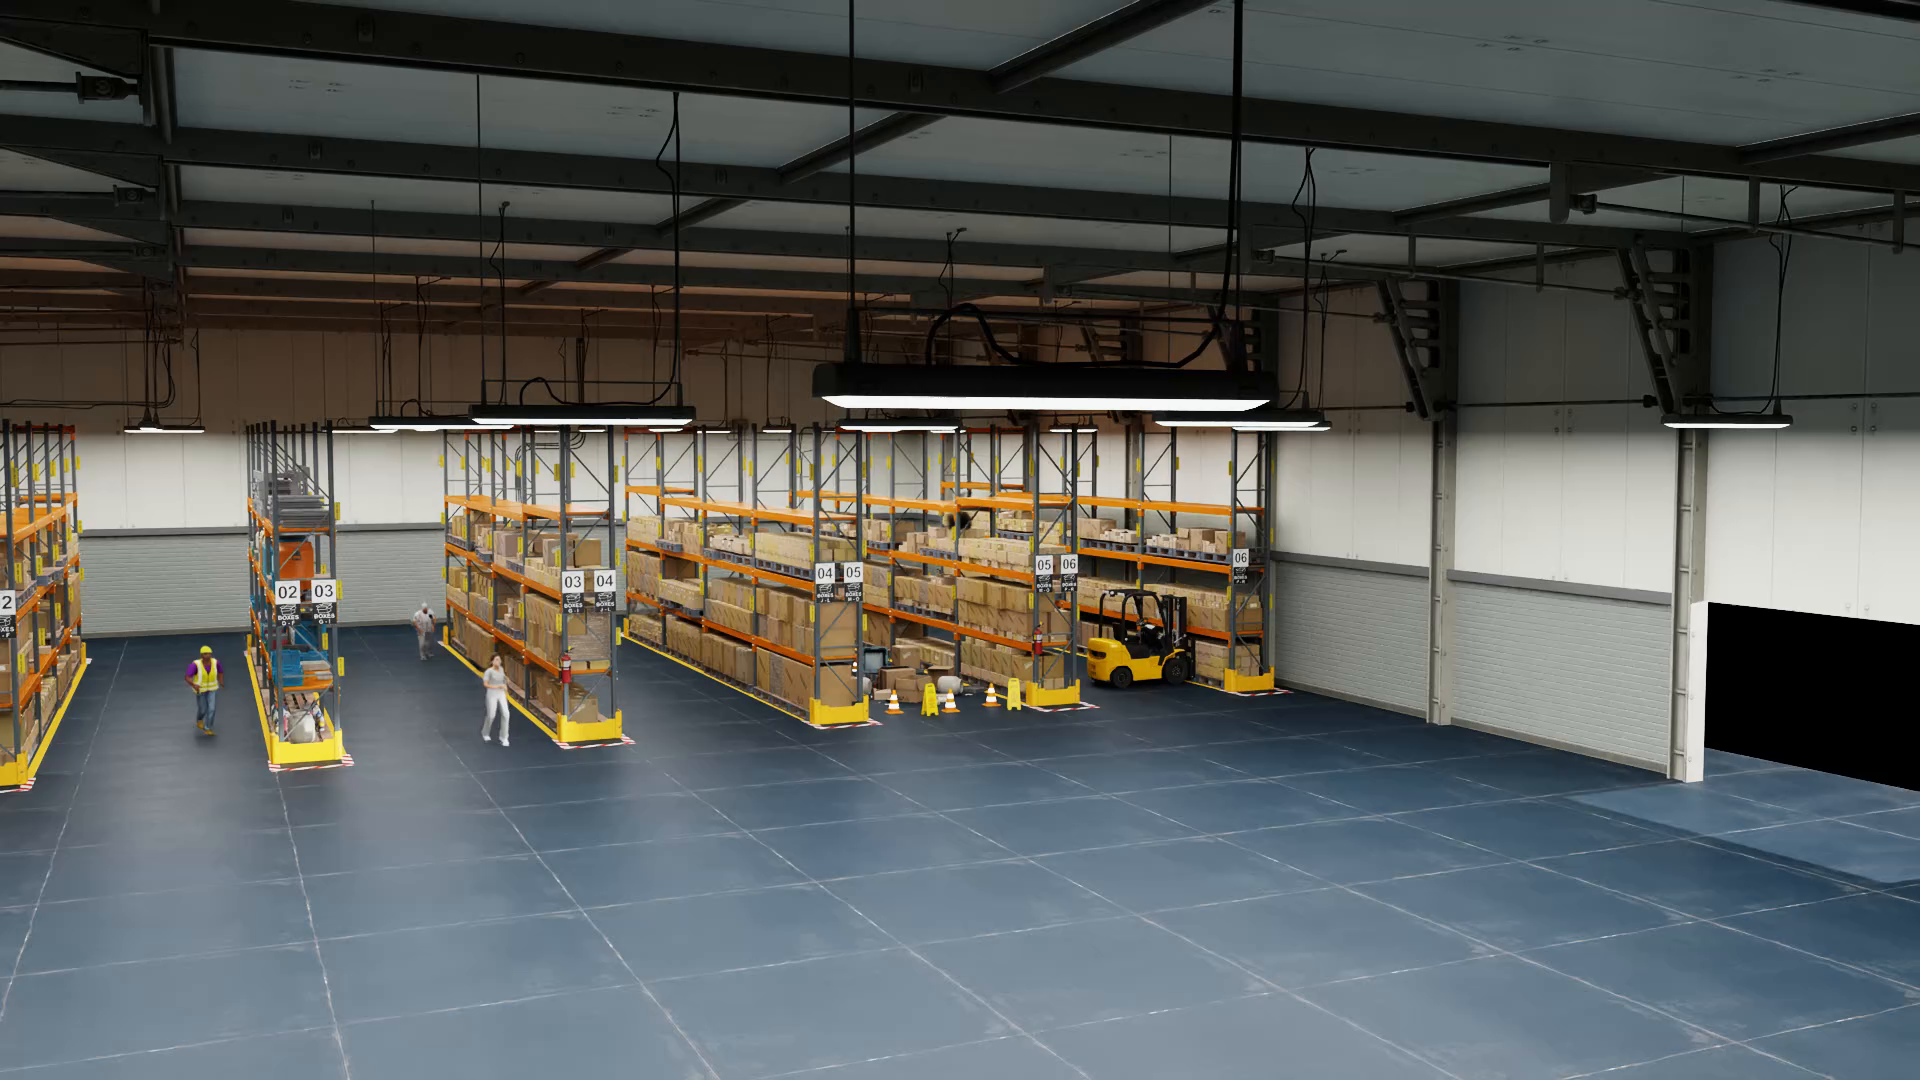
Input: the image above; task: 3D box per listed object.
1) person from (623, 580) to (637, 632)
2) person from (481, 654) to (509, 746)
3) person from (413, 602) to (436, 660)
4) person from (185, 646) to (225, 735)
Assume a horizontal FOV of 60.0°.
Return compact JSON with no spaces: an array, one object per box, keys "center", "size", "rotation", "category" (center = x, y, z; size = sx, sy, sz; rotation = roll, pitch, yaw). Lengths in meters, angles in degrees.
[{"center":[-9.549,1.911,48.776],"size":[0.692,1.553,0.549],"rotation":[-3,4,-35],"category":"person"},{"center":[-8.632,2.972,30.888],"size":[0.751,1.747,0.563],"rotation":[3,5,44],"category":"person"},{"center":[-13.662,2.316,42.494],"size":[0.645,1.516,0.914],"rotation":[-3,5,-39],"category":"person"},{"center":[-14.517,2.875,31.944],"size":[0.703,1.713,0.744],"rotation":[-3,4,-36],"category":"person"}]
